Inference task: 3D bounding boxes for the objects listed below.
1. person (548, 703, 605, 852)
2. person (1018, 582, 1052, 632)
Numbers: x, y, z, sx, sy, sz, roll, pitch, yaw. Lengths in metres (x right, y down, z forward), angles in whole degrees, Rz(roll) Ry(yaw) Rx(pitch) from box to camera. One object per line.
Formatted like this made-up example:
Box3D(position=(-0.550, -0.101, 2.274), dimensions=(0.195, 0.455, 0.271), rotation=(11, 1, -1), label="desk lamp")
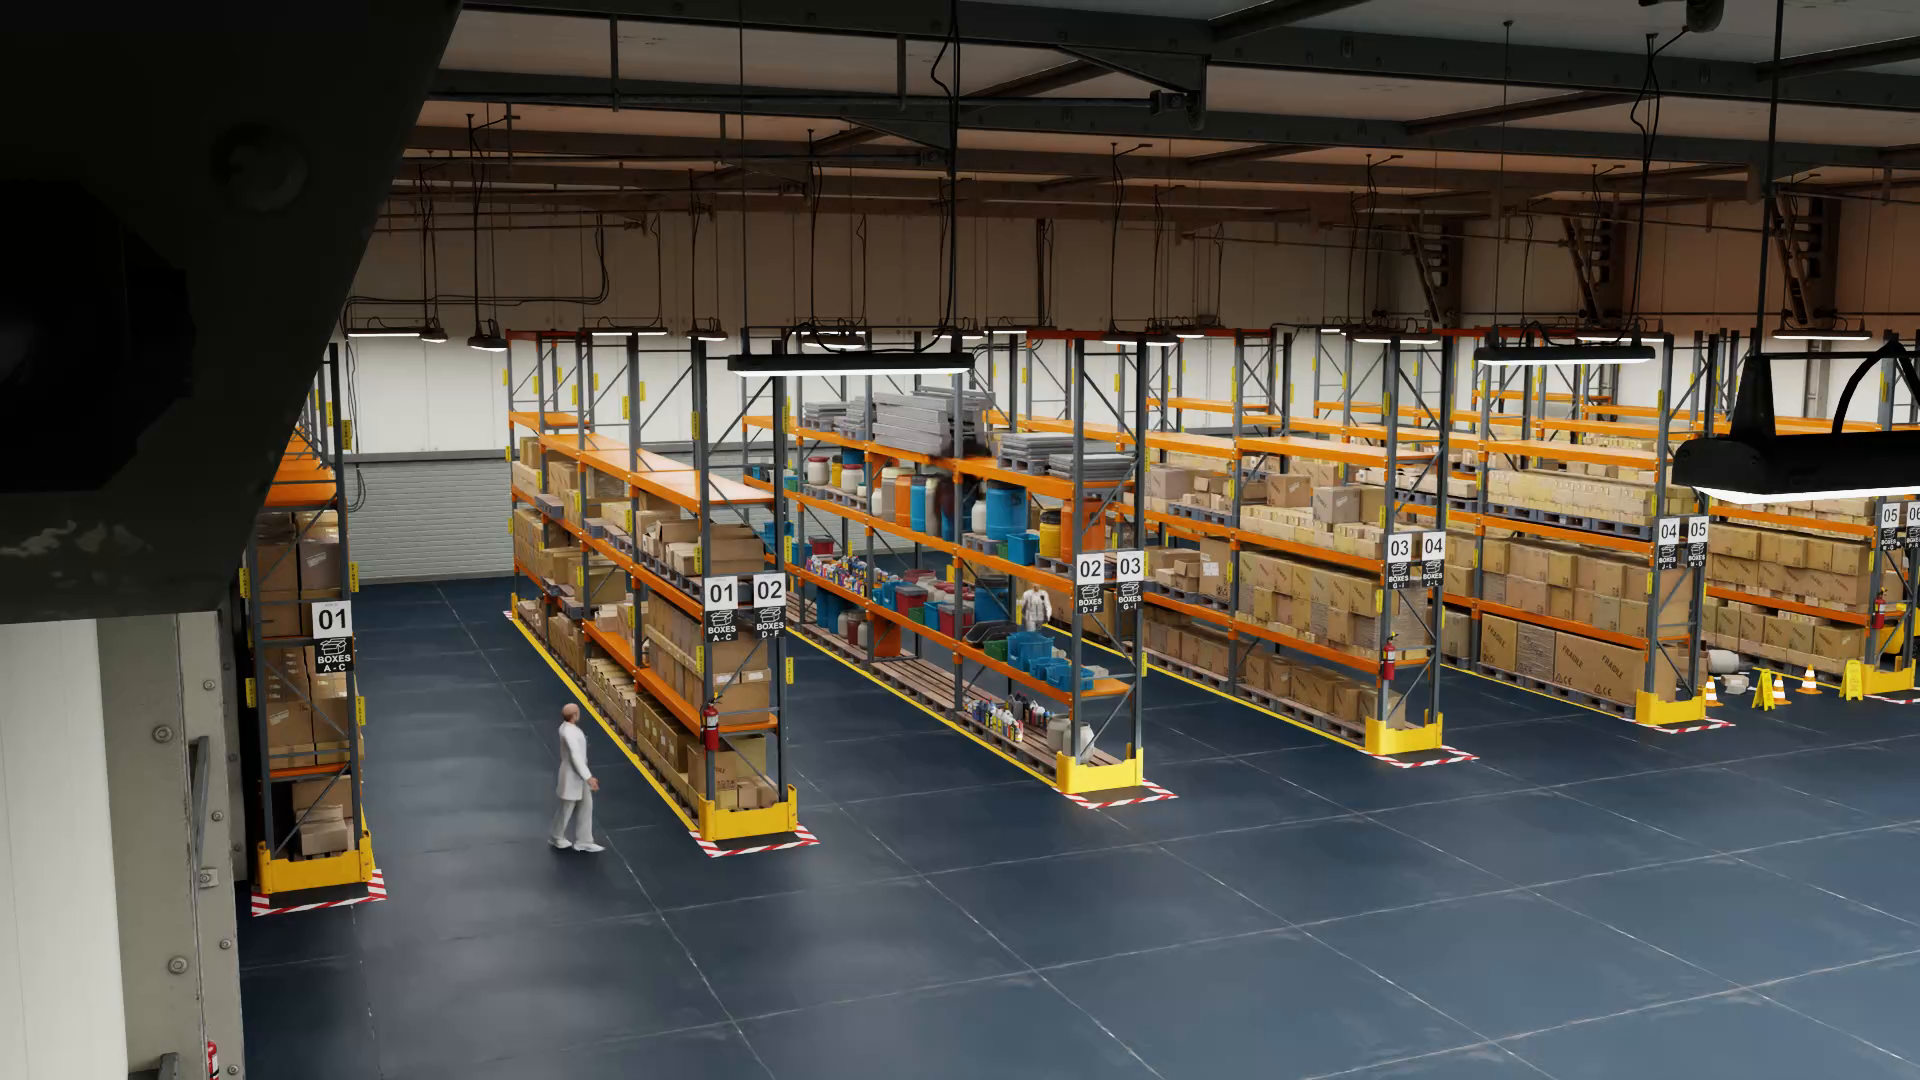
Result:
Box3D(position=(-4.561, 2.813, 19.638), dimensions=(0.745, 1.801, 0.566), rotation=(1, 8, 8), label="person")
Box3D(position=(1.375, 1.458, 29.951), dimensions=(0.515, 1.680, 0.939), rotation=(-3, 8, -23), label="person")
